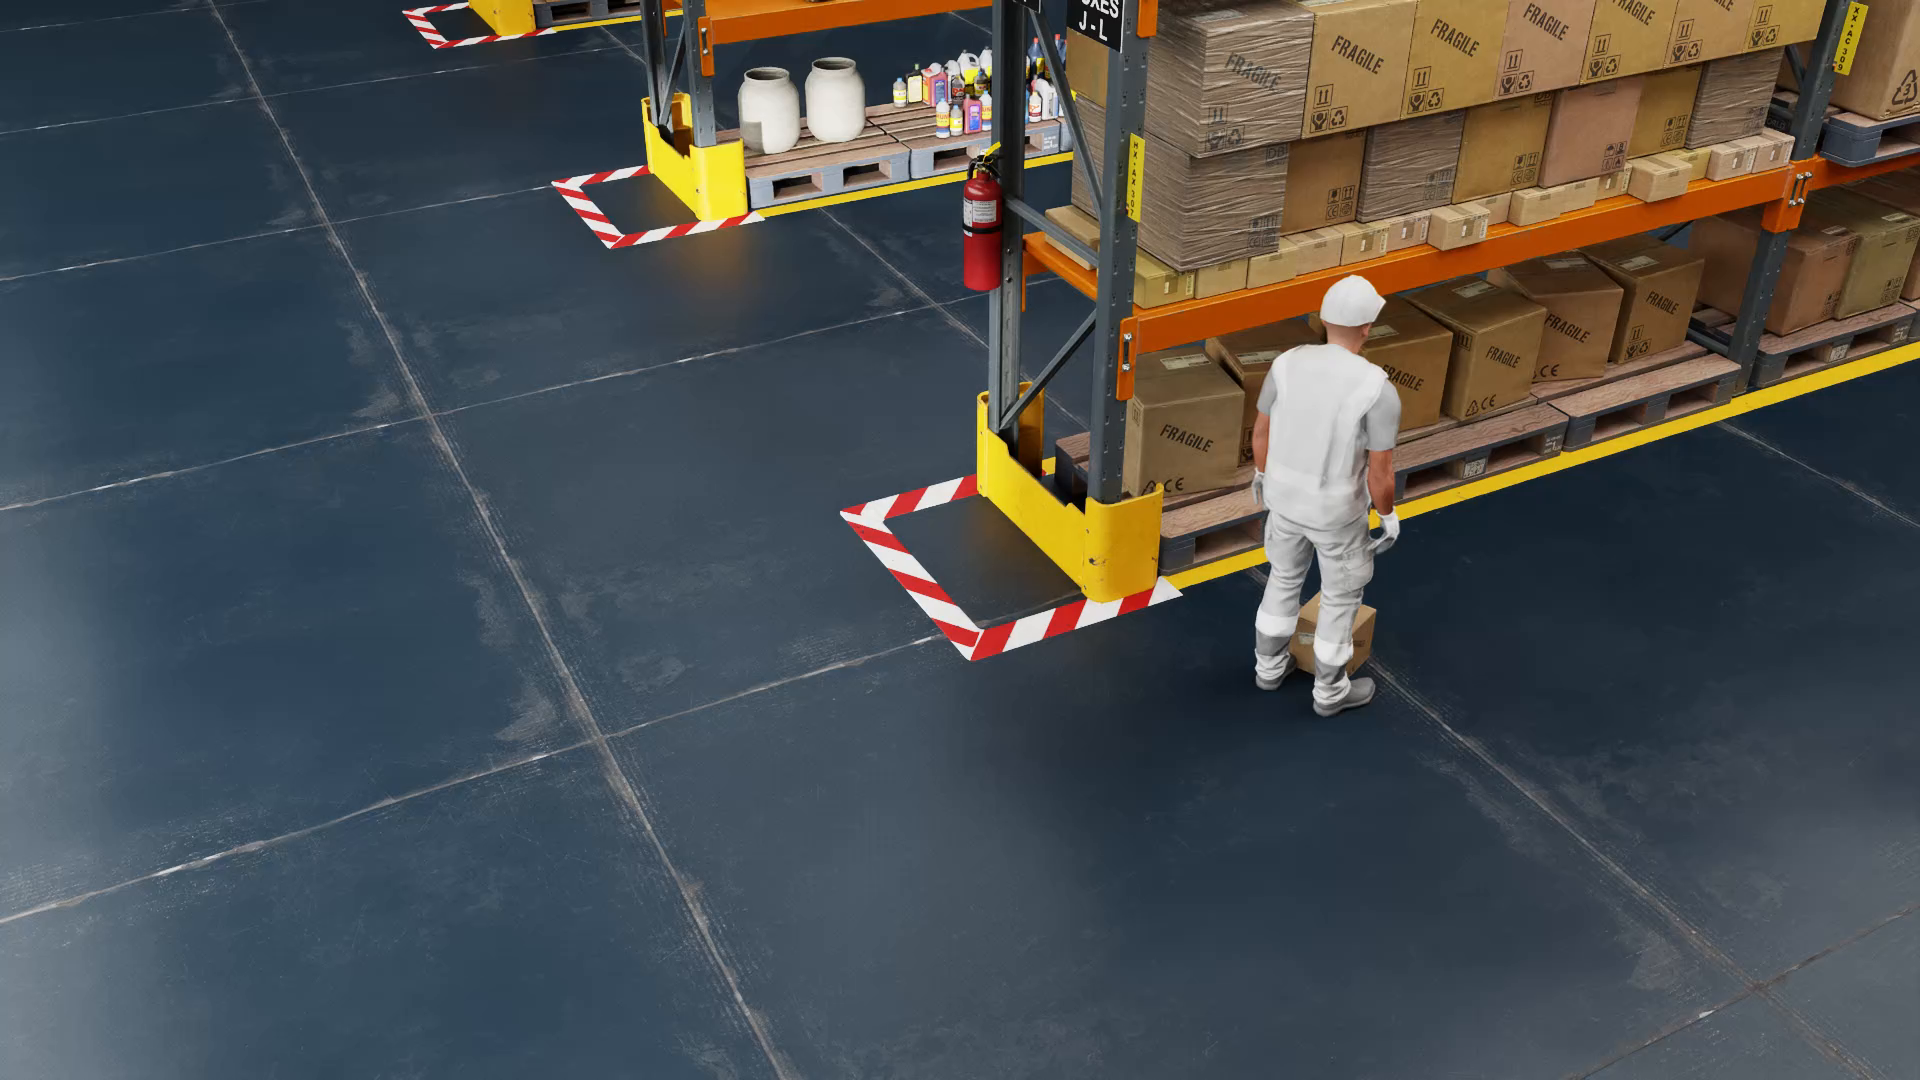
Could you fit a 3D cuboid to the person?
[{"bbox_3d":[1.385,-0.154,6.363,0.623,1.781,0.446,25,40,33],"label":"person"}]
